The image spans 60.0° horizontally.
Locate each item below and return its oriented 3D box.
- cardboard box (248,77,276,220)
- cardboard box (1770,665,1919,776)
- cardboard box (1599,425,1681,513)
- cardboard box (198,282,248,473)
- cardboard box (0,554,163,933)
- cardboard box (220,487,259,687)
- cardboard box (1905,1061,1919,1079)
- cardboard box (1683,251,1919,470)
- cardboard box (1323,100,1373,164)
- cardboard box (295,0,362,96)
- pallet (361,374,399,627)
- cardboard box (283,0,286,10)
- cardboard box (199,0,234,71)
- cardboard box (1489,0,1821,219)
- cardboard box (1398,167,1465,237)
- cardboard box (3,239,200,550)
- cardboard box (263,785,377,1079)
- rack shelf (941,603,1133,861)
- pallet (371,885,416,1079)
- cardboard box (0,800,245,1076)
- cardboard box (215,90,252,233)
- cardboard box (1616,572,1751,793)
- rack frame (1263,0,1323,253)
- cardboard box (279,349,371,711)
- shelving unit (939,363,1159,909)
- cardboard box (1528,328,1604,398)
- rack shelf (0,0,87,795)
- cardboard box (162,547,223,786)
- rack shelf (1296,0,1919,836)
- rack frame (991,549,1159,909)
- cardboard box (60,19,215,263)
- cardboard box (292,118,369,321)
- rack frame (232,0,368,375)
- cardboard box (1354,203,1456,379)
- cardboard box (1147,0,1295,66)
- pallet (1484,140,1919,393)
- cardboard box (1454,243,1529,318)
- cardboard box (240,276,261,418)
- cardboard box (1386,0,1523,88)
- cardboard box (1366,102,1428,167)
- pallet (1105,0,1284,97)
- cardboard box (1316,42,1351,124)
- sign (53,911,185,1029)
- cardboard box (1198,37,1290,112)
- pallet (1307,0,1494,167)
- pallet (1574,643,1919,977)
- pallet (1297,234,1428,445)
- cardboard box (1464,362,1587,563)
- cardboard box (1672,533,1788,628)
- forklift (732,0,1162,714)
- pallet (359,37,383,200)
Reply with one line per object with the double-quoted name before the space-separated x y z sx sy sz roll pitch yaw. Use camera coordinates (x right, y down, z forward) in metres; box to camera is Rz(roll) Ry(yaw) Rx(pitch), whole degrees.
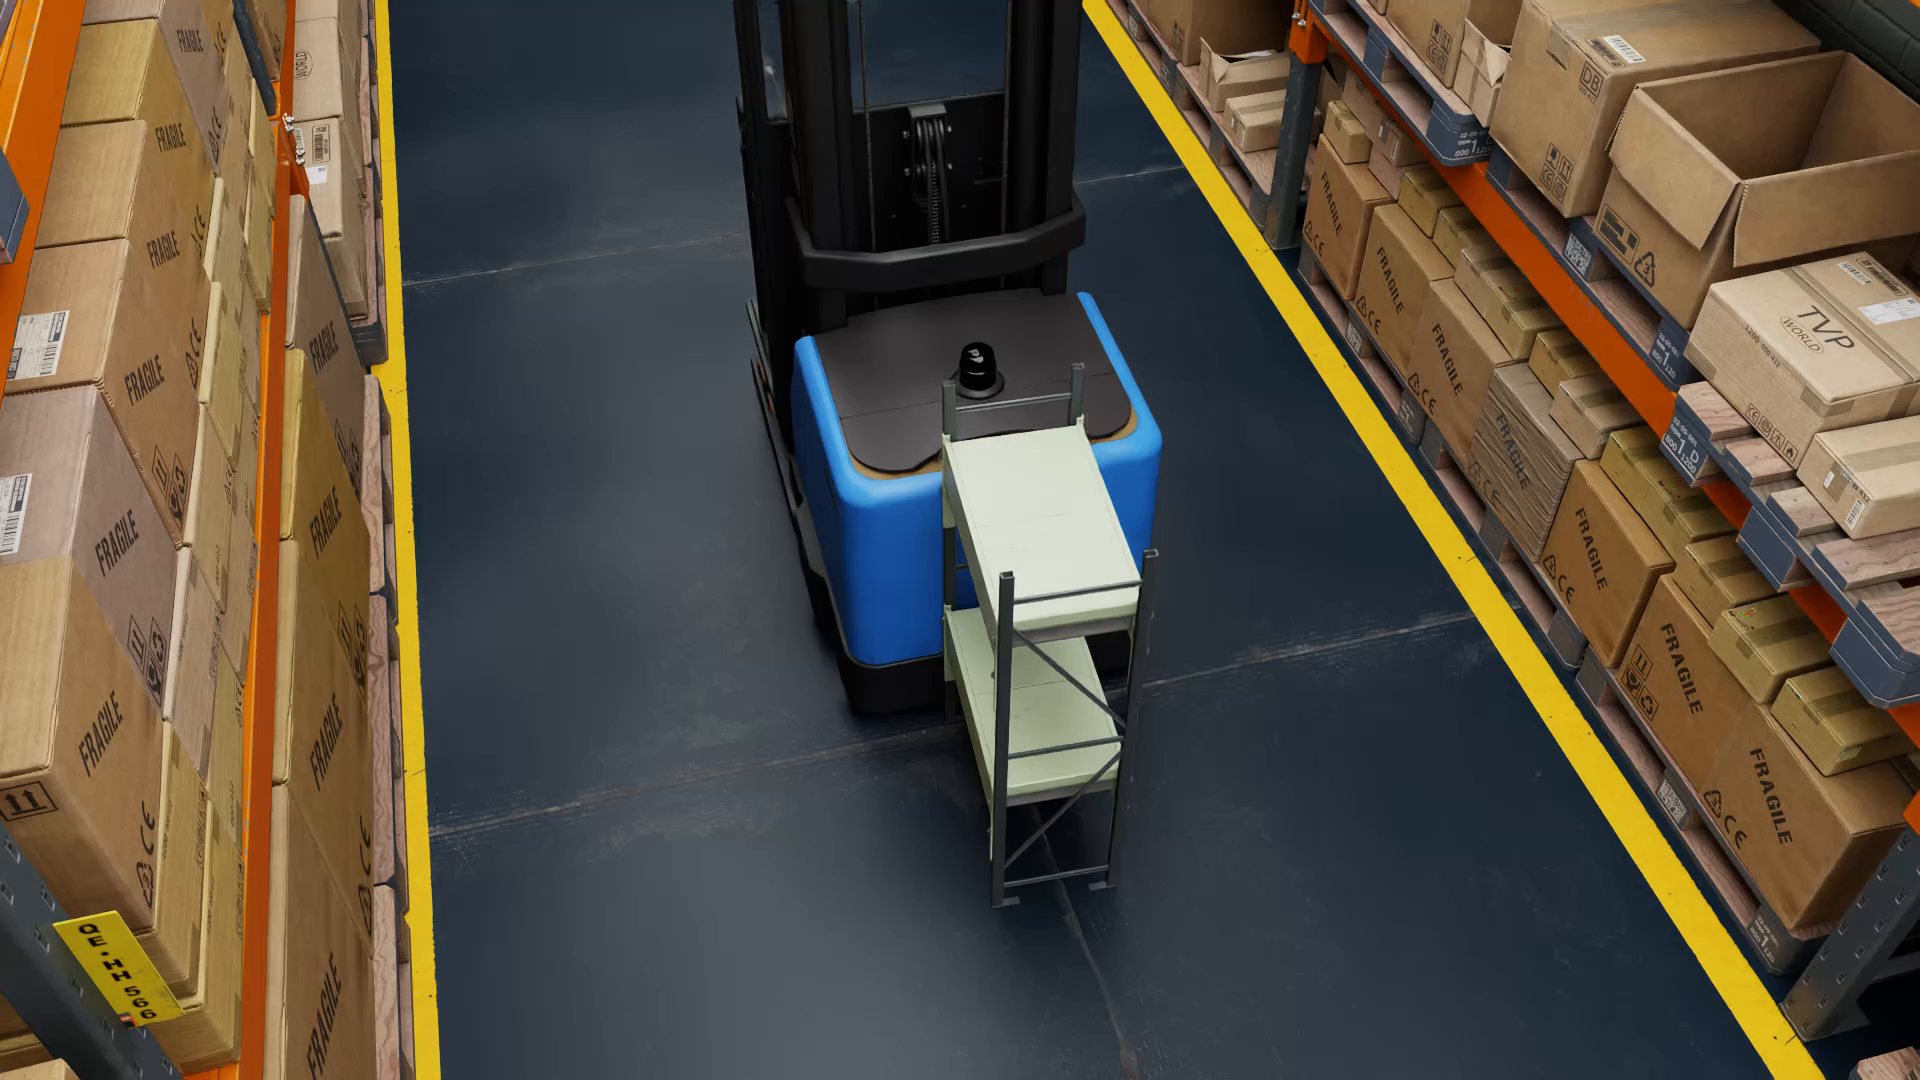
"cardboard box" -2.554 -1.259 5.489 0.500 0.250 0.500 -12 47 -11
"cardboard box" 2.537 0.483 4.679 0.380 0.149 0.250 -13 47 -12
"cardboard box" 2.325 -0.253 5.399 0.380 0.149 0.250 -11 47 -11
"cardboard box" -2.144 -0.387 4.284 0.500 0.250 0.500 -10 46 -10
"cardboard box" -1.779 0.416 2.972 0.500 0.500 0.500 -12 47 -12
"cardboard box" -2.048 0.141 4.117 0.500 0.250 0.500 -9 46 -9
"cardboard box" 3.055 1.394 4.153 0.875 0.625 0.625 -9 46 -9
"cardboard box" 2.326 -0.487 4.438 0.500 0.250 0.500 -13 47 -12
"cardboard box" 1.719 -1.688 6.806 0.380 0.149 0.250 -9 46 -8
"cardboard box" -3.429 -2.519 8.119 0.875 0.438 0.875 -10 46 -9
"pallet" -2.642 -0.080 6.181 1.003 0.211 1.213 -11 47 -10
"cardboard box" -2.905 -2.330 6.363 0.500 0.500 0.500 -10 47 -10
"cardboard box" -2.556 -1.697 5.043 0.500 0.500 0.500 -9 46 -9
"cardboard box" 2.126 -1.393 5.151 0.700 0.500 0.500 -11 47 -11
"cardboard box" 1.942 -1.336 6.461 0.380 0.149 0.250 -13 47 -12
"cardboard box" -2.032 -0.284 3.658 0.500 0.500 0.500 -9 46 -9
"cardboard box" -1.985 1.291 4.078 0.875 0.875 0.875 -11 47 -11
"rack shelf" 0.220 0.550 5.114 0.431 0.370 0.720 -8 46 -8
"pallet" -2.018 1.605 4.530 1.003 0.211 1.213 -11 47 -10
"cardboard box" -1.771 0.855 3.417 0.500 0.250 0.500 -11 47 -11
"cardboard box" -2.430 -1.094 4.977 0.500 0.250 0.500 -10 46 -9
"cardboard box" 2.475 0.404 5.210 0.500 0.500 0.500 -11 47 -11
"rack frame" 1.885 -2.485 6.585 1.000 3.000 0.127 -11 47 -10
"cardboard box" -2.438 0.057 5.287 0.875 0.875 0.875 -9 46 -9
"shelving unit" 0.221 0.323 4.880 0.431 1.500 0.755 -8 46 -8
"cardboard box" 2.211 -0.617 5.756 0.380 0.149 0.250 -11 47 -10
"rack shelf" -2.401 -0.992 3.526 1.077 0.370 4.000 -11 47 -10
"cardboard box" -1.911 0.312 3.599 0.500 0.250 0.500 -10 46 -9
"rack shelf" 2.397 -0.853 5.489 1.077 0.370 4.000 -11 47 -10
"rack frame" 0.294 0.581 4.631 0.400 1.500 0.023 -8 46 -8
"cardboard box" -2.305 -0.988 4.348 0.500 0.500 0.500 -9 46 -9
"cardboard box" -2.970 -1.278 6.902 0.875 0.438 0.875 -11 47 -11
"rack frame" -2.913 -1.575 5.693 1.000 3.000 0.127 -11 47 -10
"cardboard box" 1.937 -1.016 6.602 0.500 0.500 0.500 -11 47 -11
"cardboard box" 1.373 -2.765 8.316 0.700 0.500 0.500 -12 47 -12
"pallet" 2.406 -0.998 5.262 1.003 0.211 1.213 -11 47 -10
"cardboard box" 2.053 -0.970 6.102 0.380 0.149 0.250 -11 47 -10
"cardboard box" -2.314 -0.555 4.799 0.500 0.250 0.500 -12 47 -11
"cardboard box" 1.925 -1.935 5.682 0.700 0.500 0.500 -10 46 -10
"cardboard box" 1.832 -1.621 6.533 0.380 0.149 0.250 -13 47 -12
"pallet" 1.394 -2.827 8.873 1.003 0.211 1.213 -11 47 -10
"cardboard box" 1.944 -2.190 7.885 0.500 0.311 0.500 -9 46 -9
"sign" -1.366 0.703 2.705 0.100 0.325 0.005 -11 47 -10
"cardboard box" 1.367 -2.253 7.978 0.396 0.266 0.258 -9 46 -9
"pallet" 1.984 -1.846 6.094 1.003 0.211 1.213 -11 47 -10
"pallet" 2.754 0.730 5.387 1.003 0.211 1.213 -11 47 -10
"pallet" 2.129 -0.954 7.038 1.003 0.211 1.213 -11 47 -10
"cardboard box" 2.187 -0.312 5.911 0.500 0.500 0.500 -12 47 -12
"cardboard box" 2.413 0.110 5.044 0.380 0.149 0.250 -12 47 -12
"forklift" -0.223 -1.516 5.683 1.130 2.935 3.031 -10 46 -10
"pallet" -3.348 -1.982 8.045 1.003 0.211 1.213 -11 47 -10
